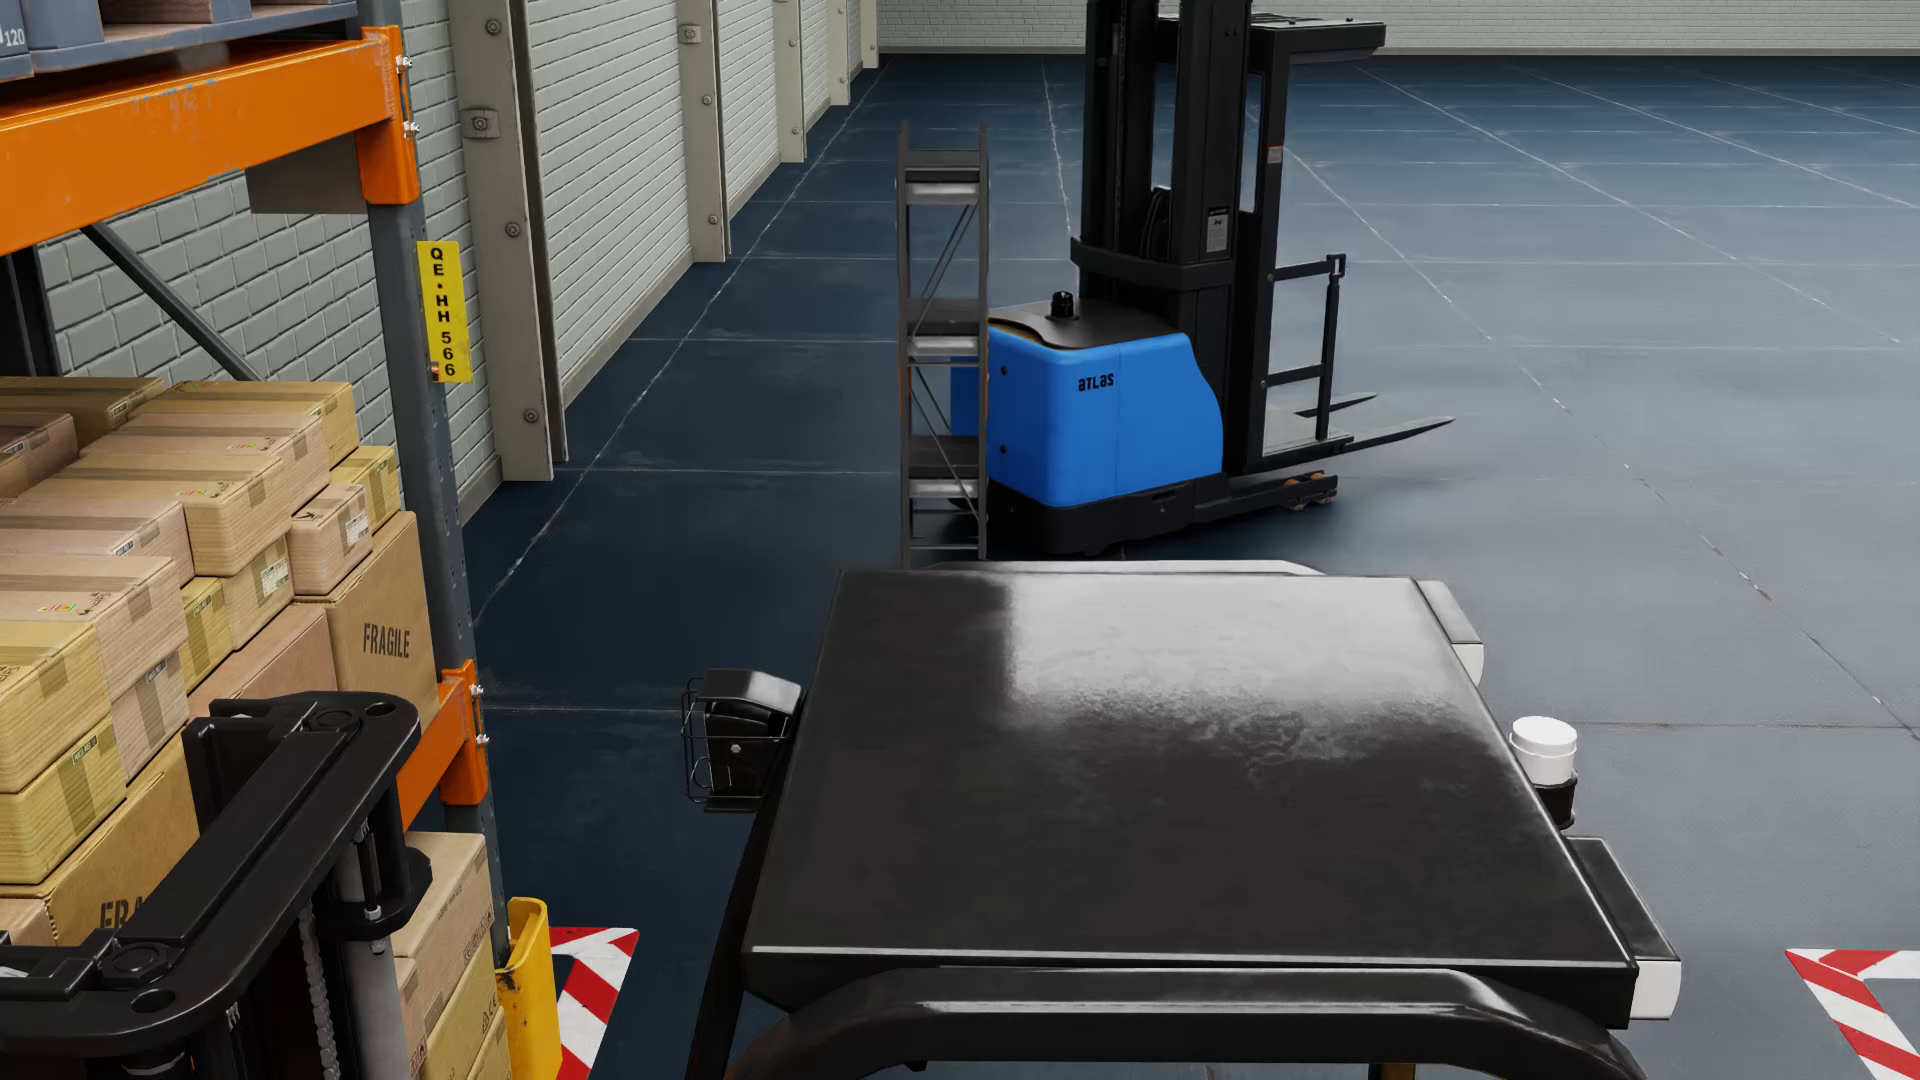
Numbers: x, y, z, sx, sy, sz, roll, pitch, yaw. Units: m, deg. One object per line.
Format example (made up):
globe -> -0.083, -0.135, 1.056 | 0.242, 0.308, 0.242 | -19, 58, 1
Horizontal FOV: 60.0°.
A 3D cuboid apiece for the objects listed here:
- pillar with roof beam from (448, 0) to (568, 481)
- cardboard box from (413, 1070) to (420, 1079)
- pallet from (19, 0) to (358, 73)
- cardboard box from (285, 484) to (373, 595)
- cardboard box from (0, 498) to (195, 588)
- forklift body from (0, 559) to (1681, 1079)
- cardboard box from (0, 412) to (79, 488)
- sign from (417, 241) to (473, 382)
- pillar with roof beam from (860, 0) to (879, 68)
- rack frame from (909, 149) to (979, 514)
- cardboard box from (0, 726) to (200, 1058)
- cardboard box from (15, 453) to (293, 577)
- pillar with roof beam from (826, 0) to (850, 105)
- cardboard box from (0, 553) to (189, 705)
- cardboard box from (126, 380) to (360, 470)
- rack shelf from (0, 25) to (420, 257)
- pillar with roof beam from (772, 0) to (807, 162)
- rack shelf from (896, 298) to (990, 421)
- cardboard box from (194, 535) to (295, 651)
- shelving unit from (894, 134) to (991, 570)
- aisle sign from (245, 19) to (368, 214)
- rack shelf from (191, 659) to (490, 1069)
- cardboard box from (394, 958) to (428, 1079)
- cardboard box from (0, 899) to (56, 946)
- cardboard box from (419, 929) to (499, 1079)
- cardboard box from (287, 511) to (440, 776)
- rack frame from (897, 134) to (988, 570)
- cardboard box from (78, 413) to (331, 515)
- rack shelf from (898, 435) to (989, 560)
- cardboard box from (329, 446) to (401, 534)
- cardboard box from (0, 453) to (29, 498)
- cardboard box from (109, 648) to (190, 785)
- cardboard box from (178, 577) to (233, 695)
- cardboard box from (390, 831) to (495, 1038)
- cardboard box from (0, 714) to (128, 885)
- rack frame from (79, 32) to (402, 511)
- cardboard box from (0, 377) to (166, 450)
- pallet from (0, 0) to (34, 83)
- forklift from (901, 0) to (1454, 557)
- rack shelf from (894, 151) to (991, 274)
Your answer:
pillar with roof beam -> 1.846, -4.555, 7.828 | 9.100, 9.000, 0.400 | 1, 21, 2
cardboard box -> -1.446, 1.336, 3.469 | 0.500, 0.250, 0.500 | 0, 21, 1
pallet -> -1.765, -0.980, 2.883 | 1.003, 0.211, 1.213 | 1, 21, 2
cardboard box -> -1.426, -0.006, 3.362 | 0.380, 0.149, 0.250 | 1, 21, 2
cardboard box -> -1.557, 0.040, 2.834 | 0.380, 0.149, 0.250 | 1, 21, 2
forklift body -> 0.049, 1.223, 2.403 | 2.313, 2.155, 1.214 | 1, 21, 2
cardboard box -> -2.012, -0.151, 3.326 | 0.380, 0.149, 0.250 | 1, 21, 3
sign -> -1.175, -0.517, 3.787 | 0.100, 0.325, 0.005 | 1, 21, 2
pillar with roof beam -> 2.576, -13.233, 30.193 | 9.100, 9.000, 0.400 | 1, 21, 2
rack frame -> -0.077, -0.987, 8.170 | 0.380, 1.831, 0.006 | 0, 21, 0
cardboard box -> -1.510, 0.629, 2.623 | 0.500, 0.500, 0.500 | 0, 21, 1
cardboard box -> -1.475, -0.049, 3.063 | 0.380, 0.149, 0.250 | 1, 21, 3
pillar with roof beam -> 2.394, -11.063, 24.602 | 9.100, 9.000, 0.400 | 1, 21, 2
cardboard box -> -1.454, 0.135, 2.588 | 0.380, 0.149, 0.250 | 1, 21, 3
cardboard box -> -1.517, -0.234, 3.539 | 0.380, 0.149, 0.250 | 1, 21, 2
rack shelf -> -1.778, -0.218, 1.792 | 1.077, 0.370, 4.000 | 1, 21, 2
pillar with roof beam -> 2.211, -8.894, 19.011 | 9.100, 9.000, 0.400 | 1, 21, 2
rack shelf -> -0.077, -0.886, 7.947 | 0.431, 0.518, 0.480 | 0, 21, 0
cardboard box -> -1.495, 0.087, 3.122 | 0.380, 0.149, 0.250 | 1, 21, 3
shelving unit -> -0.077, -0.898, 7.940 | 0.431, 2.100, 0.499 | 0, 21, 0
aisle sign -> -1.422, -1.110, 3.650 | 0.394, 0.787, 0.004 | 1, 21, 2
rack shelf -> -1.778, 1.181, 2.334 | 1.077, 0.370, 4.000 | 1, 21, 2
cardboard box -> -1.429, 1.097, 3.394 | 0.500, 0.250, 0.500 | 1, 21, 3
cardboard box -> -1.514, 0.811, 2.154 | 0.500, 0.500, 0.500 | 1, 21, 2
cardboard box -> -1.420, 1.154, 3.936 | 0.500, 0.250, 0.500 | 0, 21, 1
cardboard box -> -1.470, 0.256, 3.584 | 0.500, 0.500, 0.500 | 0, 21, 0
rack frame -> -0.078, -0.810, 7.715 | 0.400, 2.100, 0.015 | 0, 21, 0
cardboard box -> -1.494, -0.144, 3.308 | 0.380, 0.149, 0.250 | 1, 21, 2
rack shelf -> -0.077, -0.233, 8.201 | 0.431, 0.518, 0.480 | 0, 21, 0
cardboard box -> -1.448, -0.099, 3.601 | 0.380, 0.149, 0.250 | 1, 21, 2
cardboard box -> -1.977, -0.057, 3.082 | 0.380, 0.149, 0.250 | 1, 21, 3
cardboard box -> -1.475, 0.274, 2.641 | 0.380, 0.149, 0.250 | 0, 21, 0
cardboard box -> -1.514, 0.177, 2.892 | 0.380, 0.149, 0.250 | 0, 21, 1
cardboard box -> -1.419, 0.912, 3.870 | 0.500, 0.250, 0.500 | 1, 21, 3
cardboard box -> -1.462, 0.366, 2.405 | 0.380, 0.149, 0.250 | 1, 21, 2
rack frame -> -1.714, 0.122, 4.068 | 0.949, 2.616, 0.053 | 1, 21, 2
cardboard box -> -1.941, -0.247, 3.572 | 0.380, 0.149, 0.250 | 0, 21, 1
pallet -> -1.799, -0.538, 1.743 | 1.003, 0.211, 1.213 | 1, 21, 2
forklift -> 1.290, -1.633, 8.685 | 3.409, 2.935, 1.130 | -13, 25, -31
rack shelf -> -0.077, -1.539, 7.694 | 0.431, 0.518, 0.480 | 0, 21, 0
